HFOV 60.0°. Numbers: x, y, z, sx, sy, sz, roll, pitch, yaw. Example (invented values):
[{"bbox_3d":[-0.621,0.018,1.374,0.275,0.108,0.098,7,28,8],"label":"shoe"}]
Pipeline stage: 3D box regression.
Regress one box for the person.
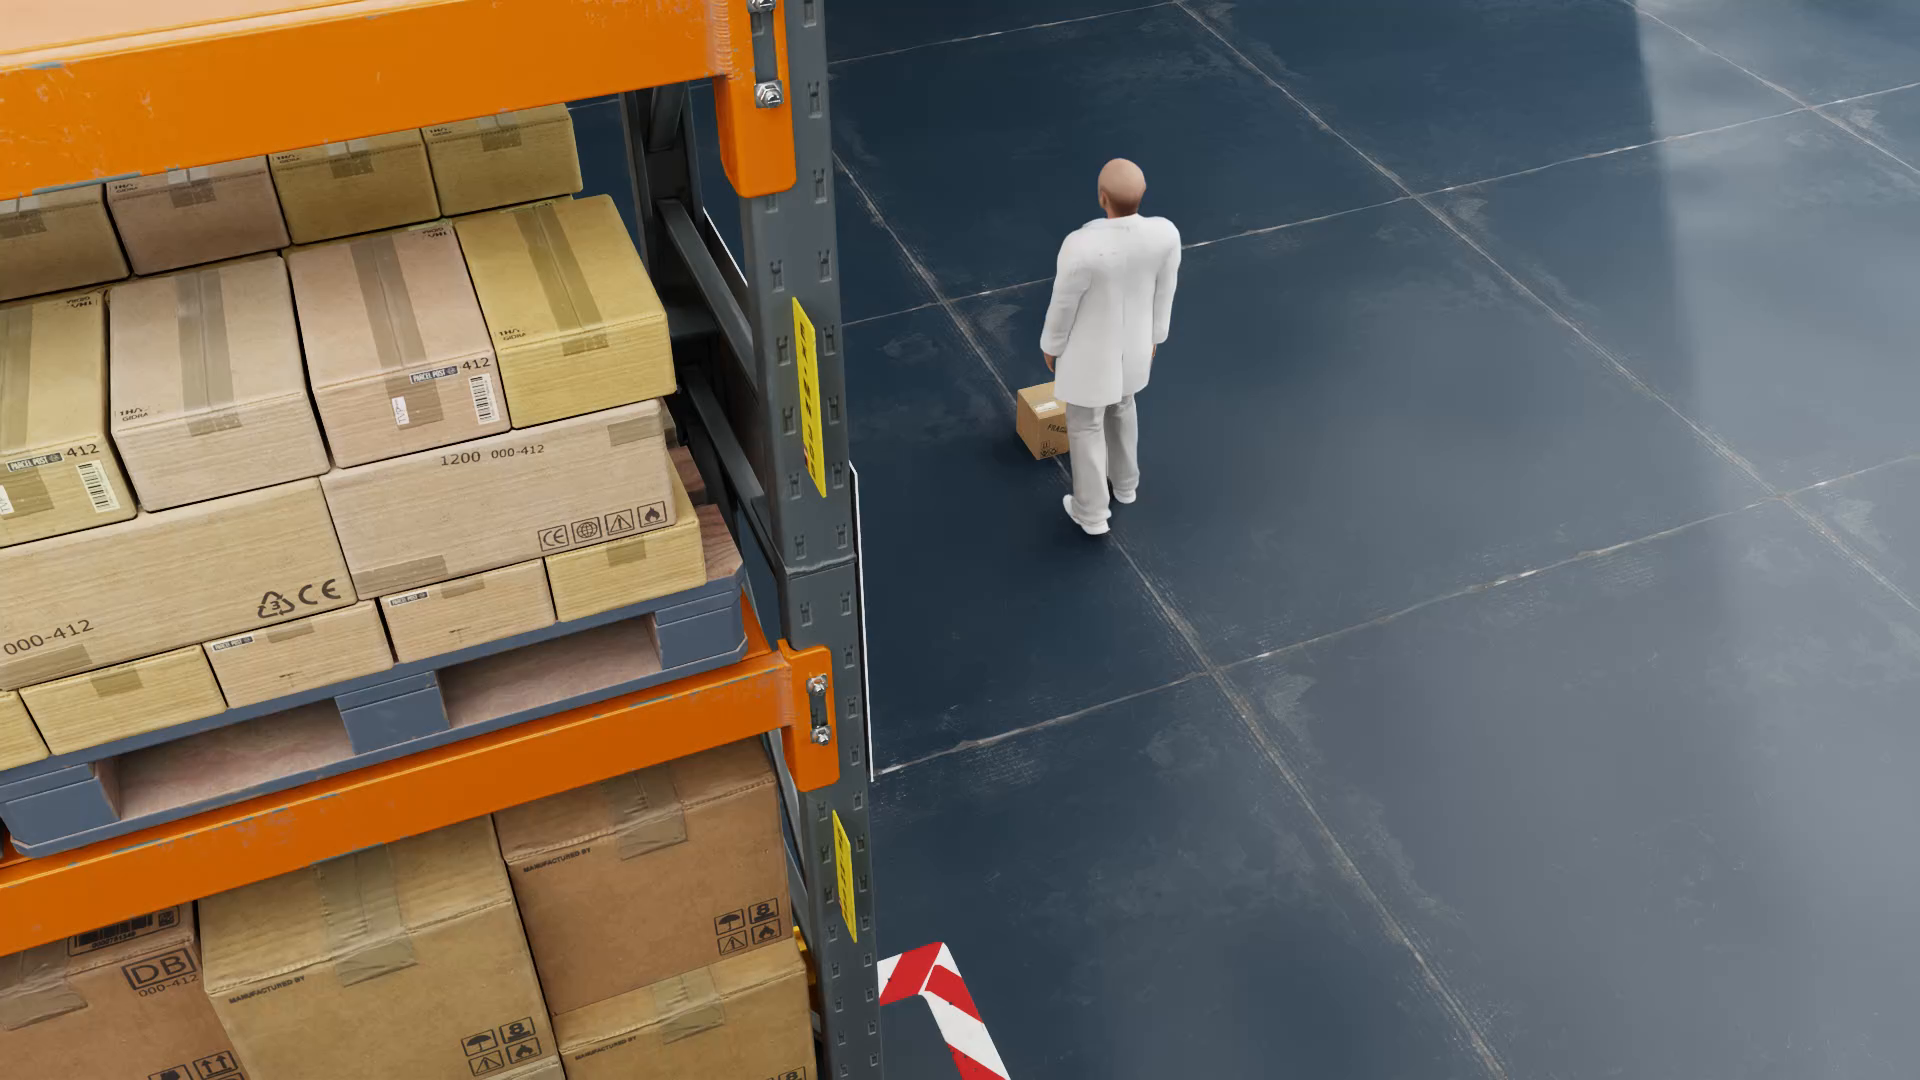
[{"bbox_3d":[0.616,-0.832,7.164,0.566,1.817,0.562,-14,43,-16],"label":"person"}]
